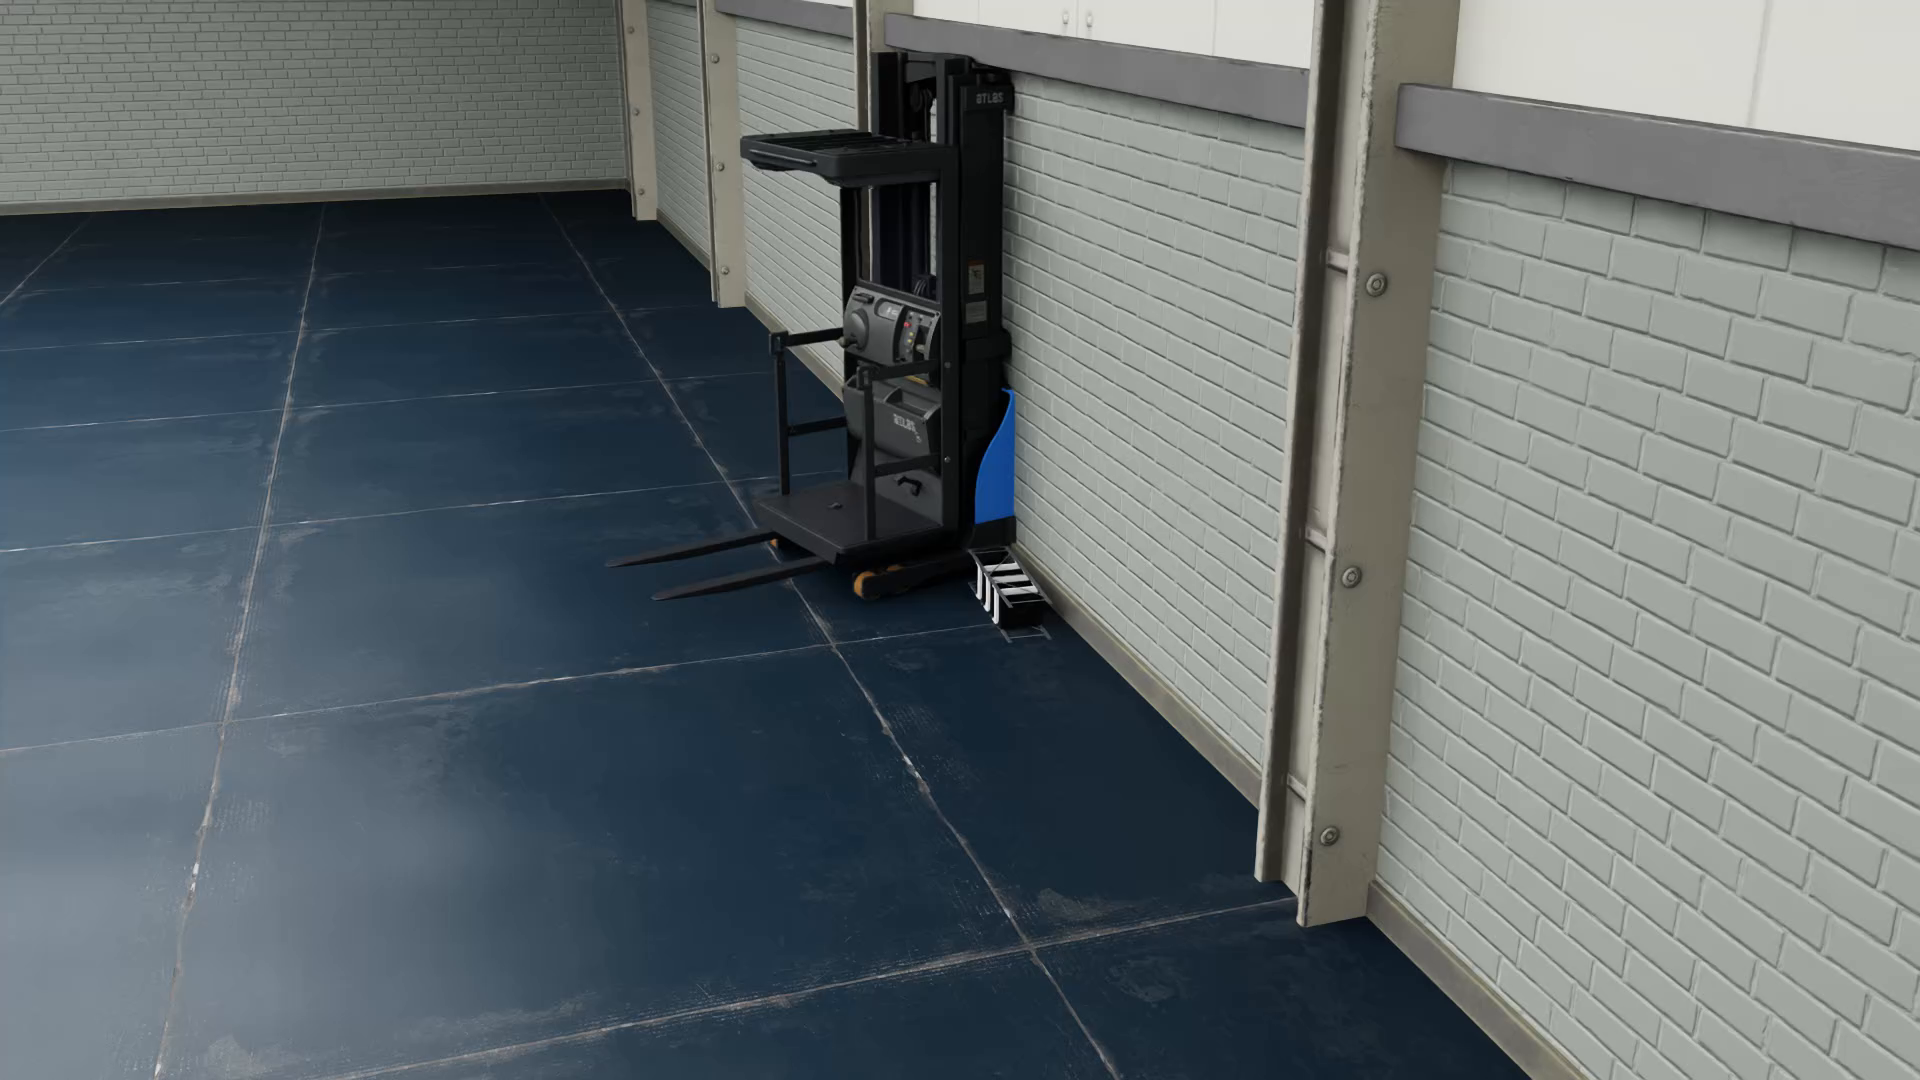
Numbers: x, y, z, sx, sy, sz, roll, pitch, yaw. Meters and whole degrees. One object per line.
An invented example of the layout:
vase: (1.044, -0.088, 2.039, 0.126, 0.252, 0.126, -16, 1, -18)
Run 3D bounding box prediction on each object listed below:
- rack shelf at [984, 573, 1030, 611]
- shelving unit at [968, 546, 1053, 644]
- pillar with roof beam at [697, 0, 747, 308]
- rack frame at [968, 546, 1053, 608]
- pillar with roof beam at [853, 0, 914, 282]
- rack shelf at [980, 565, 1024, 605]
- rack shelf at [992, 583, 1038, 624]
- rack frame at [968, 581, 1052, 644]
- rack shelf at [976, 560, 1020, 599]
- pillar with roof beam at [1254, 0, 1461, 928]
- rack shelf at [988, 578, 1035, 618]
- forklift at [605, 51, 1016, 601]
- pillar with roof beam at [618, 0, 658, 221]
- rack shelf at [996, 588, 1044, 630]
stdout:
rack shelf: (0.261, 0.282, 9.307, 0.258, 0.200, 0.077, -5, 21, -13)
shelving unit: (0.269, 0.294, 9.277, 0.258, 0.210, 0.900, -5, 21, -13)
pillar with roof beam: (-6.472, -6.236, 14.465, 9.100, 9.000, 0.400, -6, 21, -17)
rack frame: (0.270, 0.198, 9.242, 0.240, 0.006, 0.900, -5, 21, -13)
pillar with roof beam: (-4.586, -4.310, 9.104, 9.100, 9.000, 0.400, -6, 21, -17)
rack shelf: (0.240, 0.252, 9.389, 0.258, 0.200, 0.077, -5, 21, -13)
rack shelf: (0.305, 0.343, 9.143, 0.258, 0.200, 0.077, -5, 21, -13)
rack frame: (0.269, 0.389, 9.312, 0.240, 0.006, 0.900, -5, 21, -13)
rack shelf: (0.218, 0.222, 9.471, 0.258, 0.200, 0.077, -5, 21, -13)
pillar with roof beam: (-2.700, -2.385, 3.744, 9.100, 9.000, 0.400, -6, 21, -17)
rack shelf: (0.283, 0.313, 9.225, 0.258, 0.200, 0.077, -5, 21, -13)
forklift: (-0.570, -1.234, 9.517, 3.031, 2.935, 1.130, -13, 24, -32)
pillar with roof beam: (-8.358, -8.161, 19.826, 9.100, 9.000, 0.400, -6, 21, -17)
rack shelf: (0.326, 0.373, 9.061, 0.258, 0.200, 0.077, -5, 21, -13)
